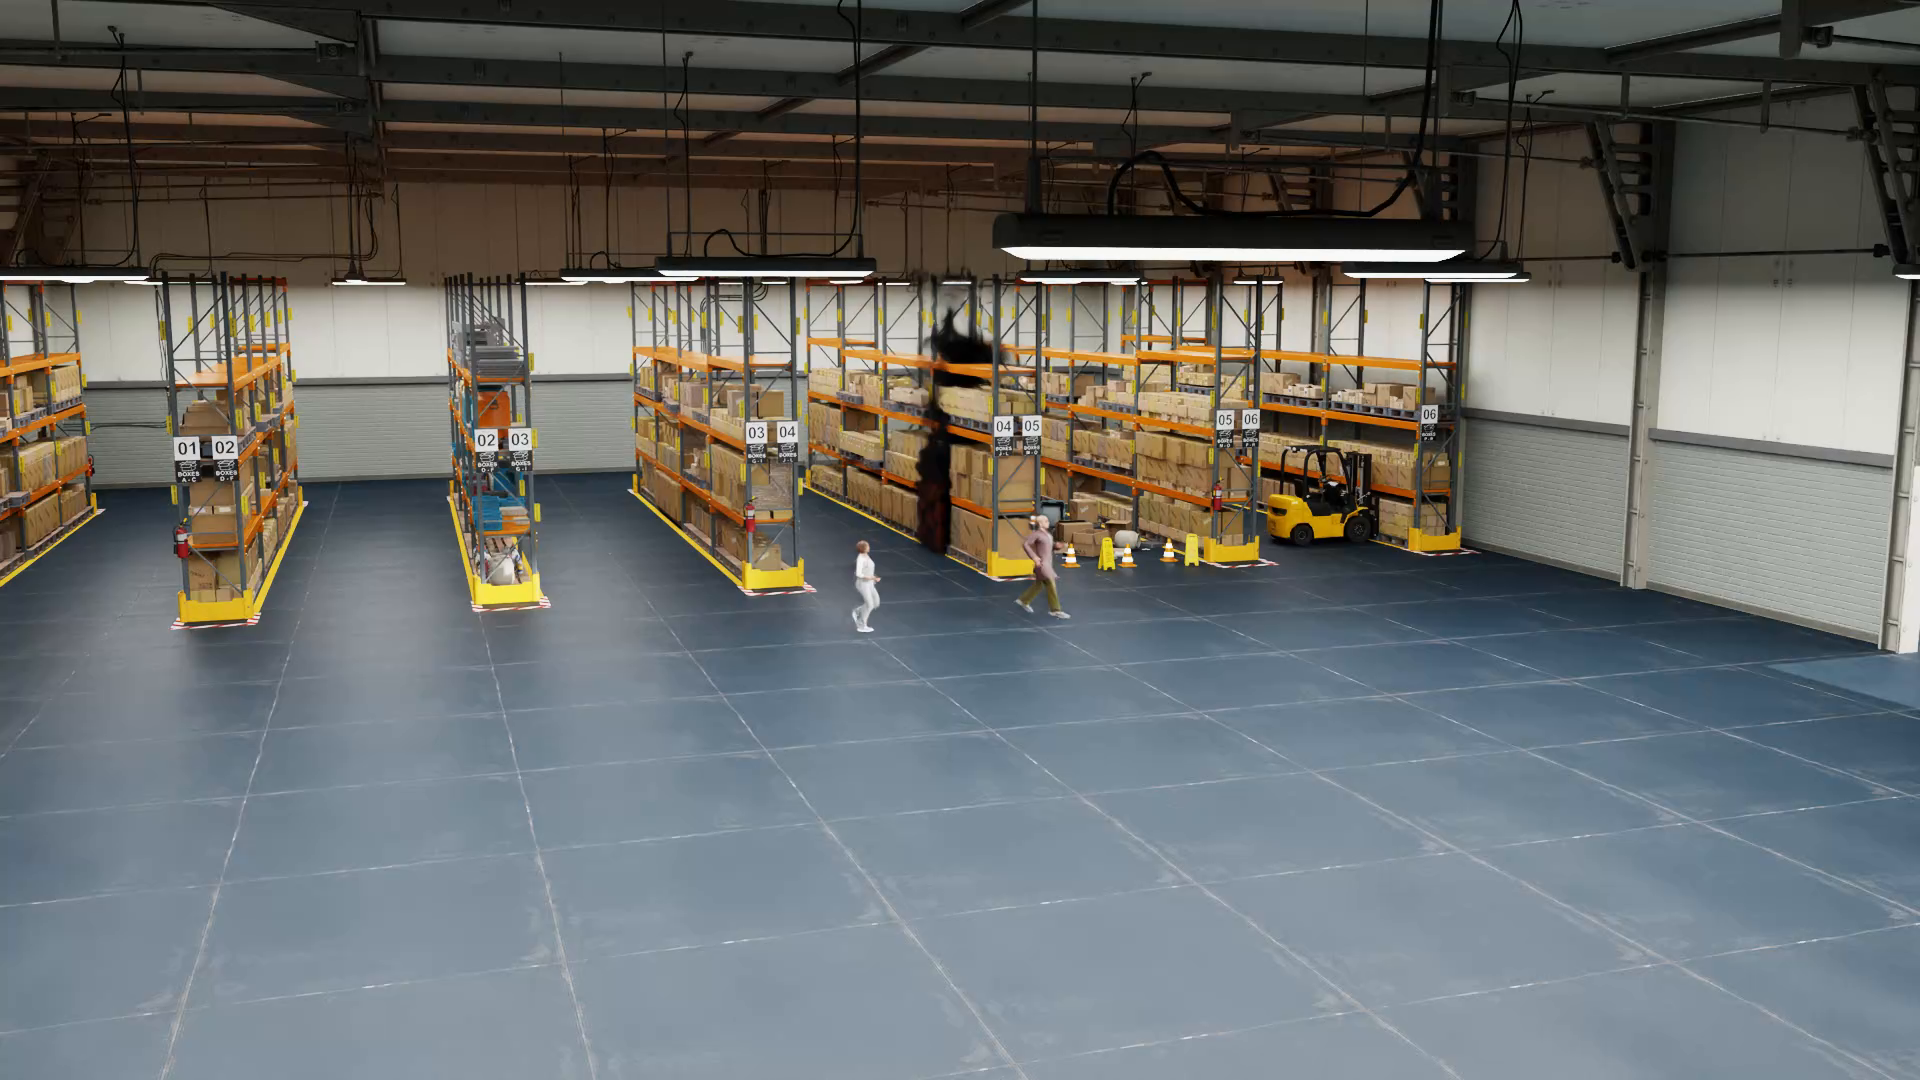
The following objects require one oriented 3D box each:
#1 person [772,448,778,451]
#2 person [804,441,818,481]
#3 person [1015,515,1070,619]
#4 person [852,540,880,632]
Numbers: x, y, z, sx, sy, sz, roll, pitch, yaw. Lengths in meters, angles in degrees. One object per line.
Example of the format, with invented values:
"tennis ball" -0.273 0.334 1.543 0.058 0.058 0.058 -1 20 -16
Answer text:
"person" -5.277 -2.204 46.815 0.680 1.799 0.943 -1 9 -9
"person" -4.364 -2.573 49.698 0.531 1.625 0.673 -3 9 -19
"person" 1.449 0.451 29.004 1.045 1.777 0.697 3 9 19
"person" -1.568 0.770 27.834 0.551 1.552 0.530 2 9 12
